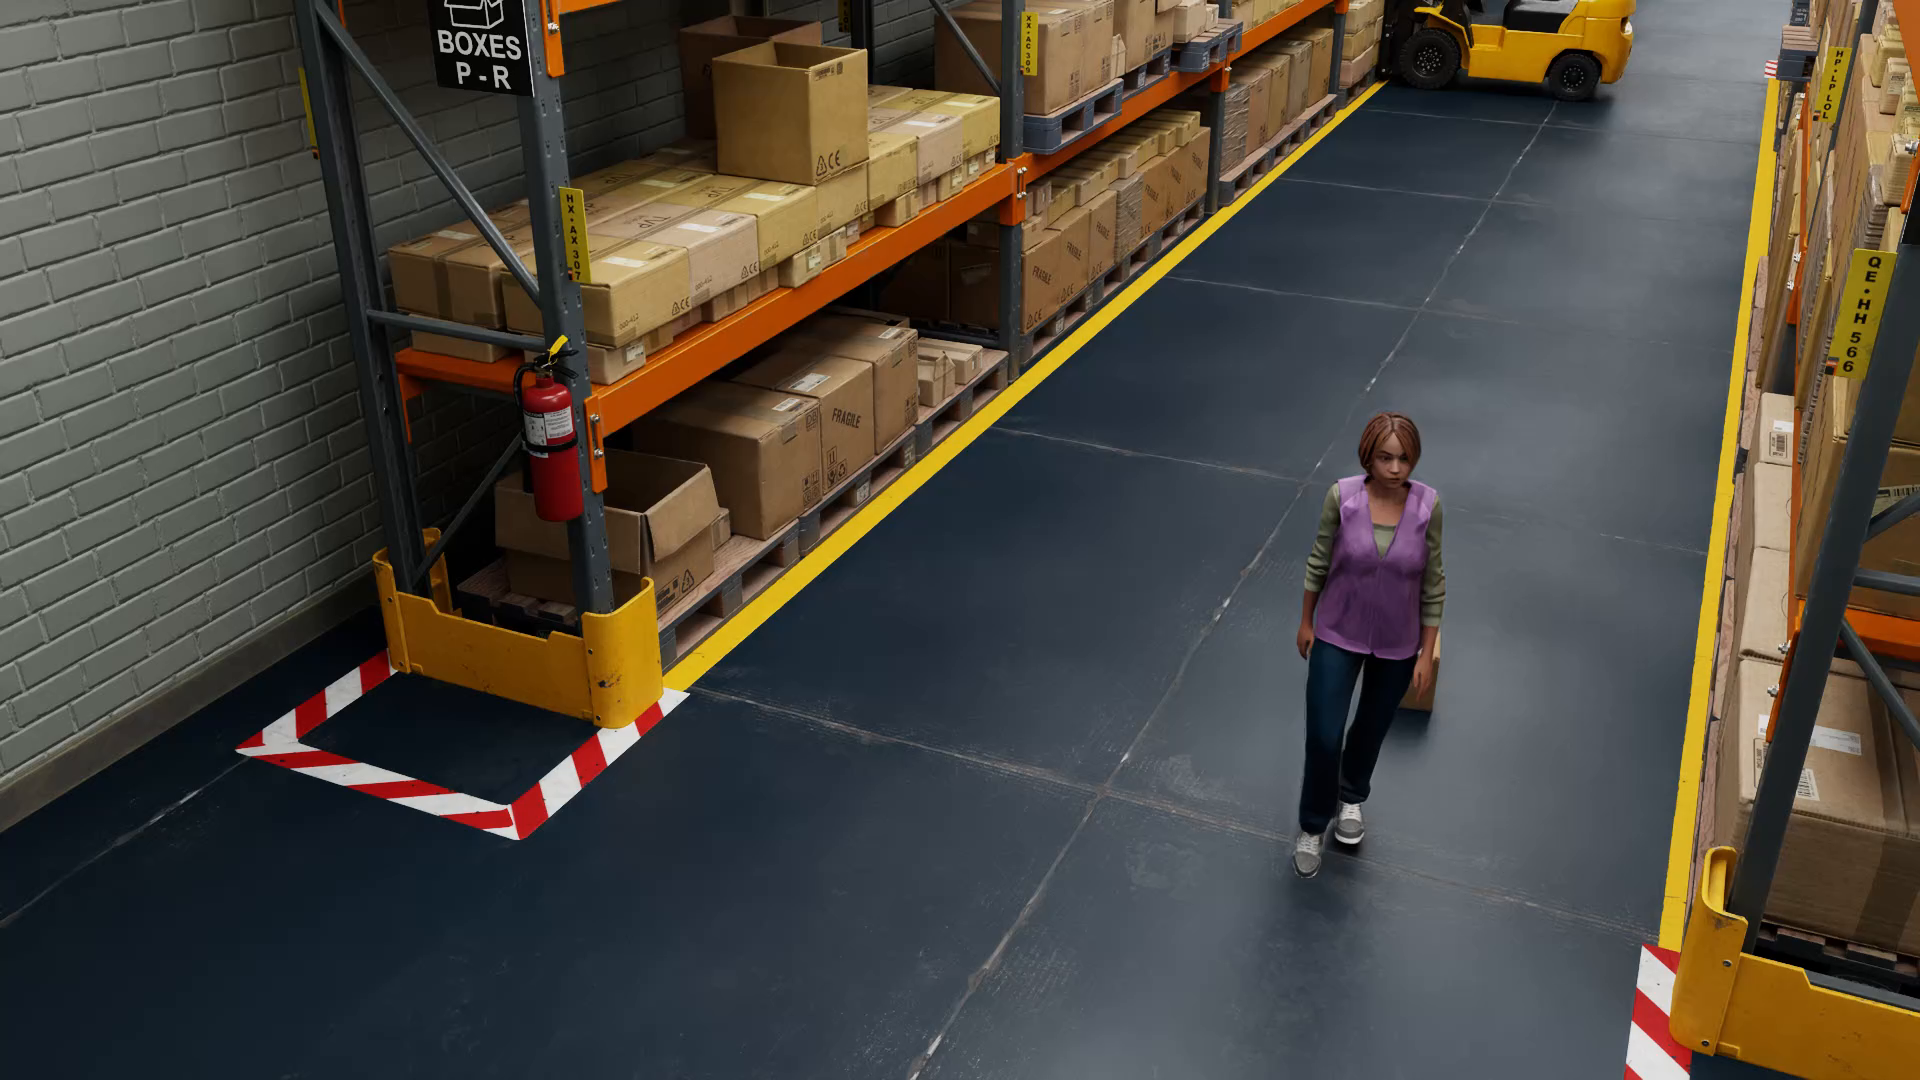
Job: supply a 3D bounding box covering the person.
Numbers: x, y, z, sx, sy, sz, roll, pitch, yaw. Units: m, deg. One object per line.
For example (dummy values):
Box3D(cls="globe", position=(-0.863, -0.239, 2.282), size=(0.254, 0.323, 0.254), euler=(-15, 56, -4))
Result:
Box3D(cls="person", position=(1.325, 0.362, 5.409), size=(0.430, 1.622, 0.490), euler=(3, 27, 5))
